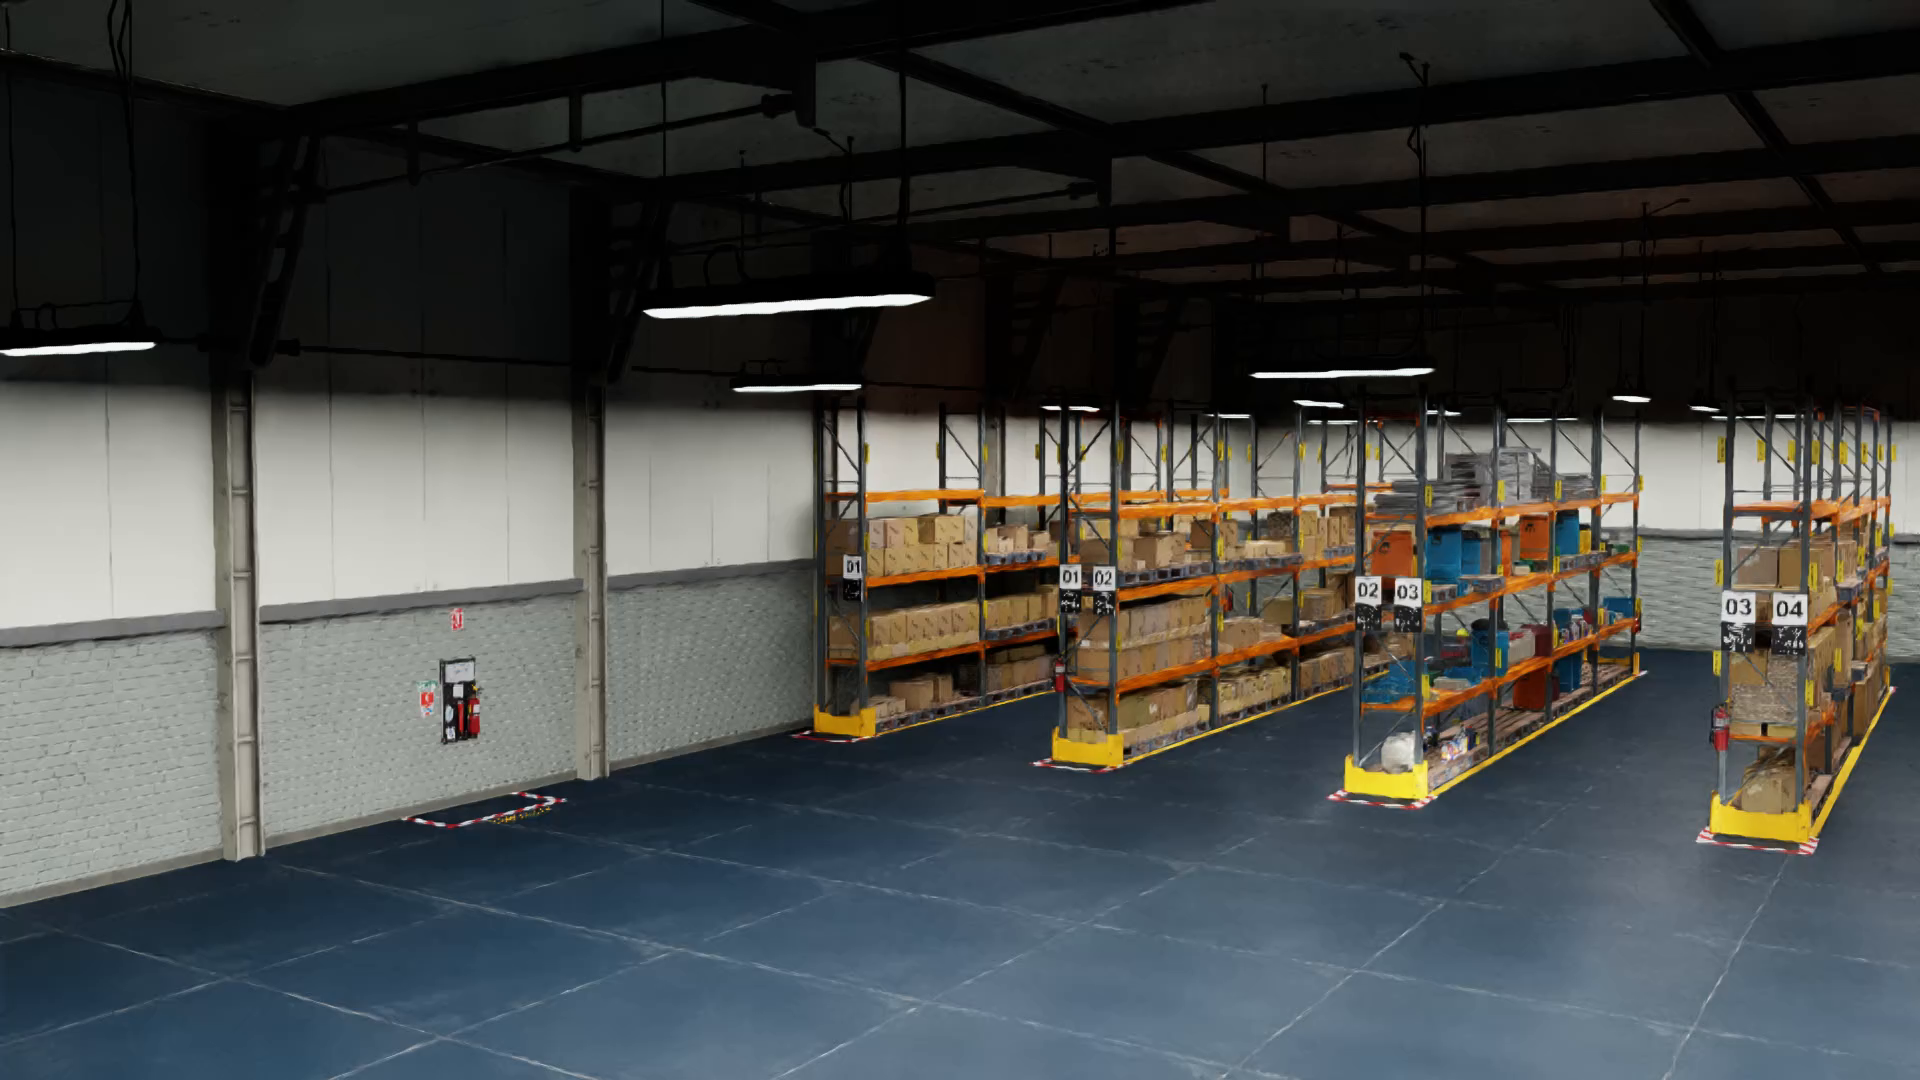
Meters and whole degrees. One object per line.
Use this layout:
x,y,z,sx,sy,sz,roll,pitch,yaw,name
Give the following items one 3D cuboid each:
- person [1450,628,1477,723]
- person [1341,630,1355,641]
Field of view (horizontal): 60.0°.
9.312,2.518,30.693,0.467,1.769,0.686,1,3,15,person
10.097,1.939,42.904,0.445,1.590,1.081,2,3,30,person
